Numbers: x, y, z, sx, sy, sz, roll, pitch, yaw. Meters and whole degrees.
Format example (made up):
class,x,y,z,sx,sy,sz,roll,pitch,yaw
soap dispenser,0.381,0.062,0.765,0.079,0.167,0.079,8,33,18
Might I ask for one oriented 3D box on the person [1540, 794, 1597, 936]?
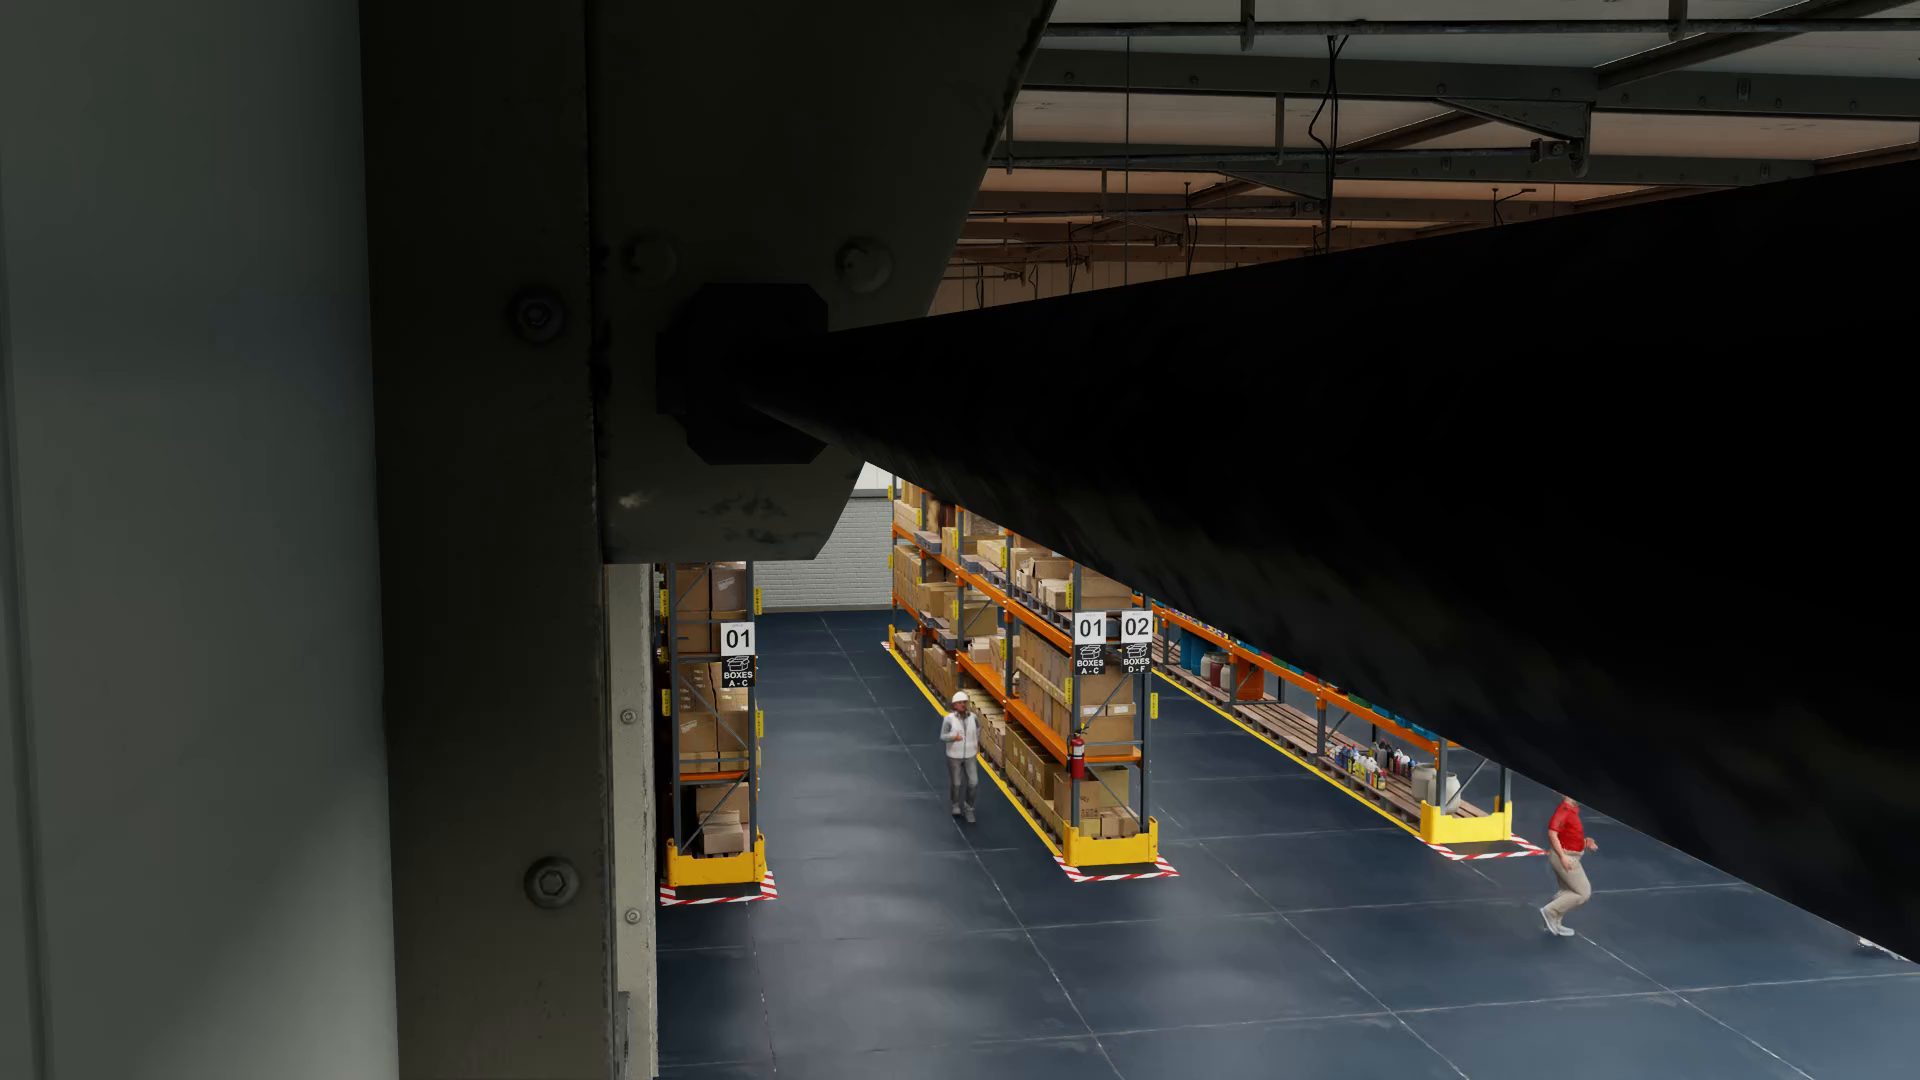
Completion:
class,x,y,z,sx,sy,sz,roll,pitch,yaw
person,6.709,3.516,18.306,0.592,1.693,0.673,2,6,16

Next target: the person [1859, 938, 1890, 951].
class,x,y,z,sx,sy,sz,roll,pitch,yaw
person,10.003,3.565,17.631,0.750,1.847,0.691,2,6,15

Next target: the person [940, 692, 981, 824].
class,x,y,z,sx,sy,sz,roll,pitch,yaw
person,0.034,2.989,22.848,0.637,1.814,0.711,-1,6,-12
